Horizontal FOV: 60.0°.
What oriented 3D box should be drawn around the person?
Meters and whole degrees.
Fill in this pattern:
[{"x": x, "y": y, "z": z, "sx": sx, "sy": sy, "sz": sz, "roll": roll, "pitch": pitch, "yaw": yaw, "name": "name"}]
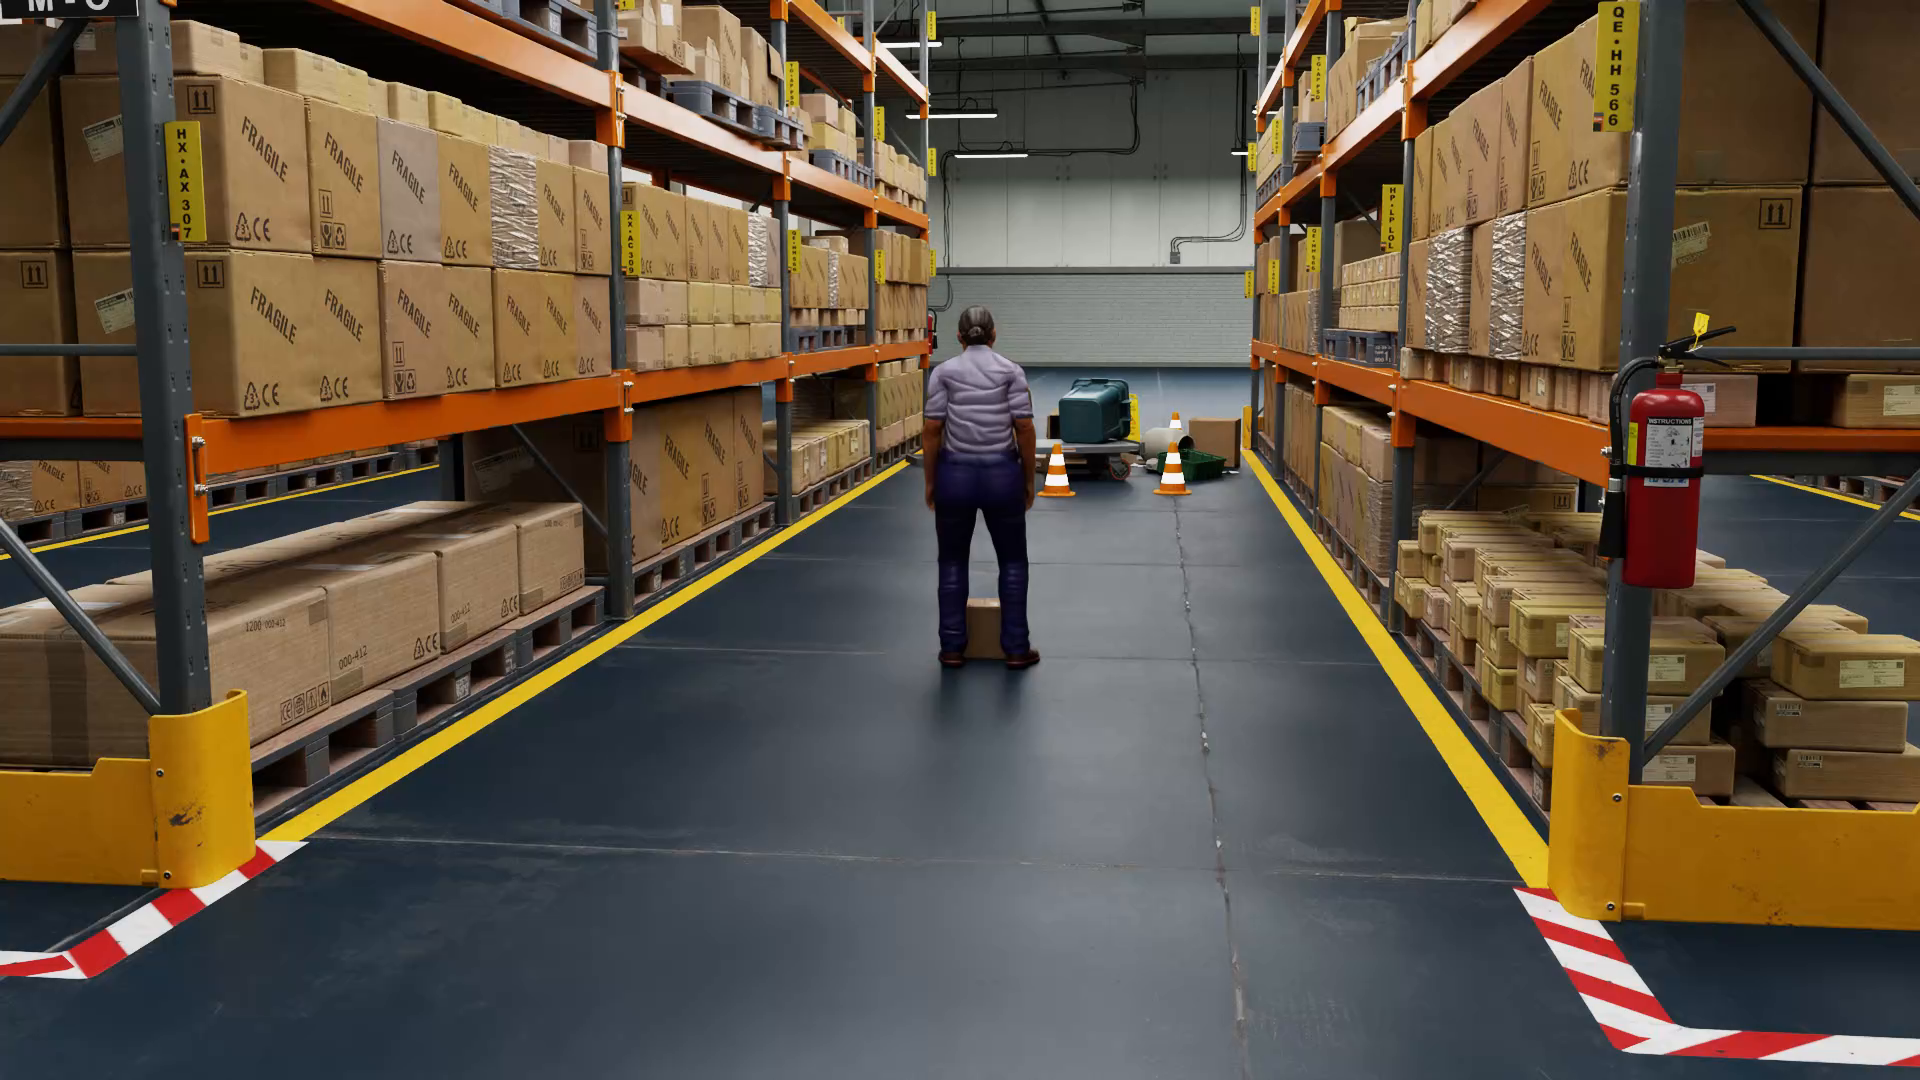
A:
[{"x": 0.100, "y": -0.243, "z": 7.629, "sx": 0.543, "sy": 1.651, "sz": 0.342, "roll": 1, "pitch": 8, "yaw": 4, "name": "person"}]
